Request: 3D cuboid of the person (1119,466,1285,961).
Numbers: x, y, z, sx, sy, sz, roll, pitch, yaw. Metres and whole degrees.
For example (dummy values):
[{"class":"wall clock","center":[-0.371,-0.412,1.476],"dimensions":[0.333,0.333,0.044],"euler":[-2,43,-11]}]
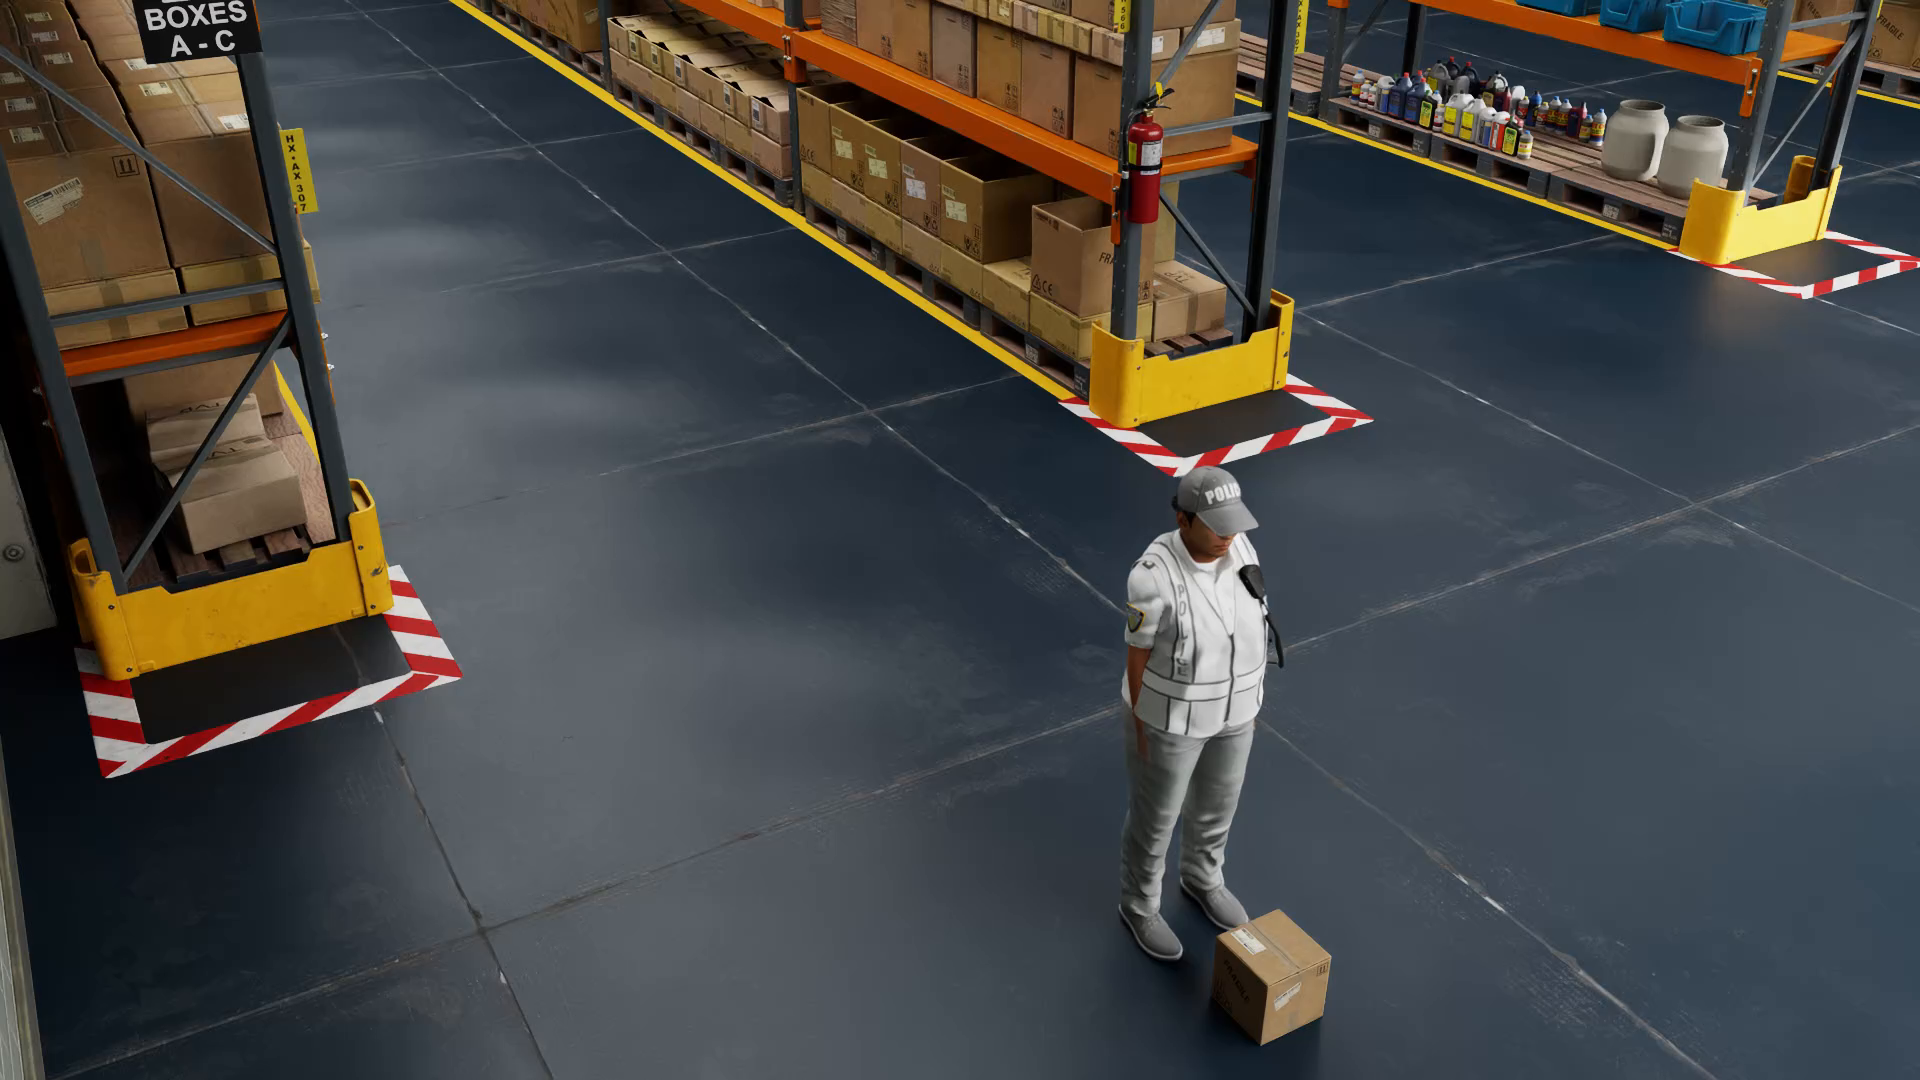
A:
[{"class":"person","center":[0.728,0.533,5.165],"dimensions":[0.472,1.671,0.387],"euler":[-15,33,-25]}]
